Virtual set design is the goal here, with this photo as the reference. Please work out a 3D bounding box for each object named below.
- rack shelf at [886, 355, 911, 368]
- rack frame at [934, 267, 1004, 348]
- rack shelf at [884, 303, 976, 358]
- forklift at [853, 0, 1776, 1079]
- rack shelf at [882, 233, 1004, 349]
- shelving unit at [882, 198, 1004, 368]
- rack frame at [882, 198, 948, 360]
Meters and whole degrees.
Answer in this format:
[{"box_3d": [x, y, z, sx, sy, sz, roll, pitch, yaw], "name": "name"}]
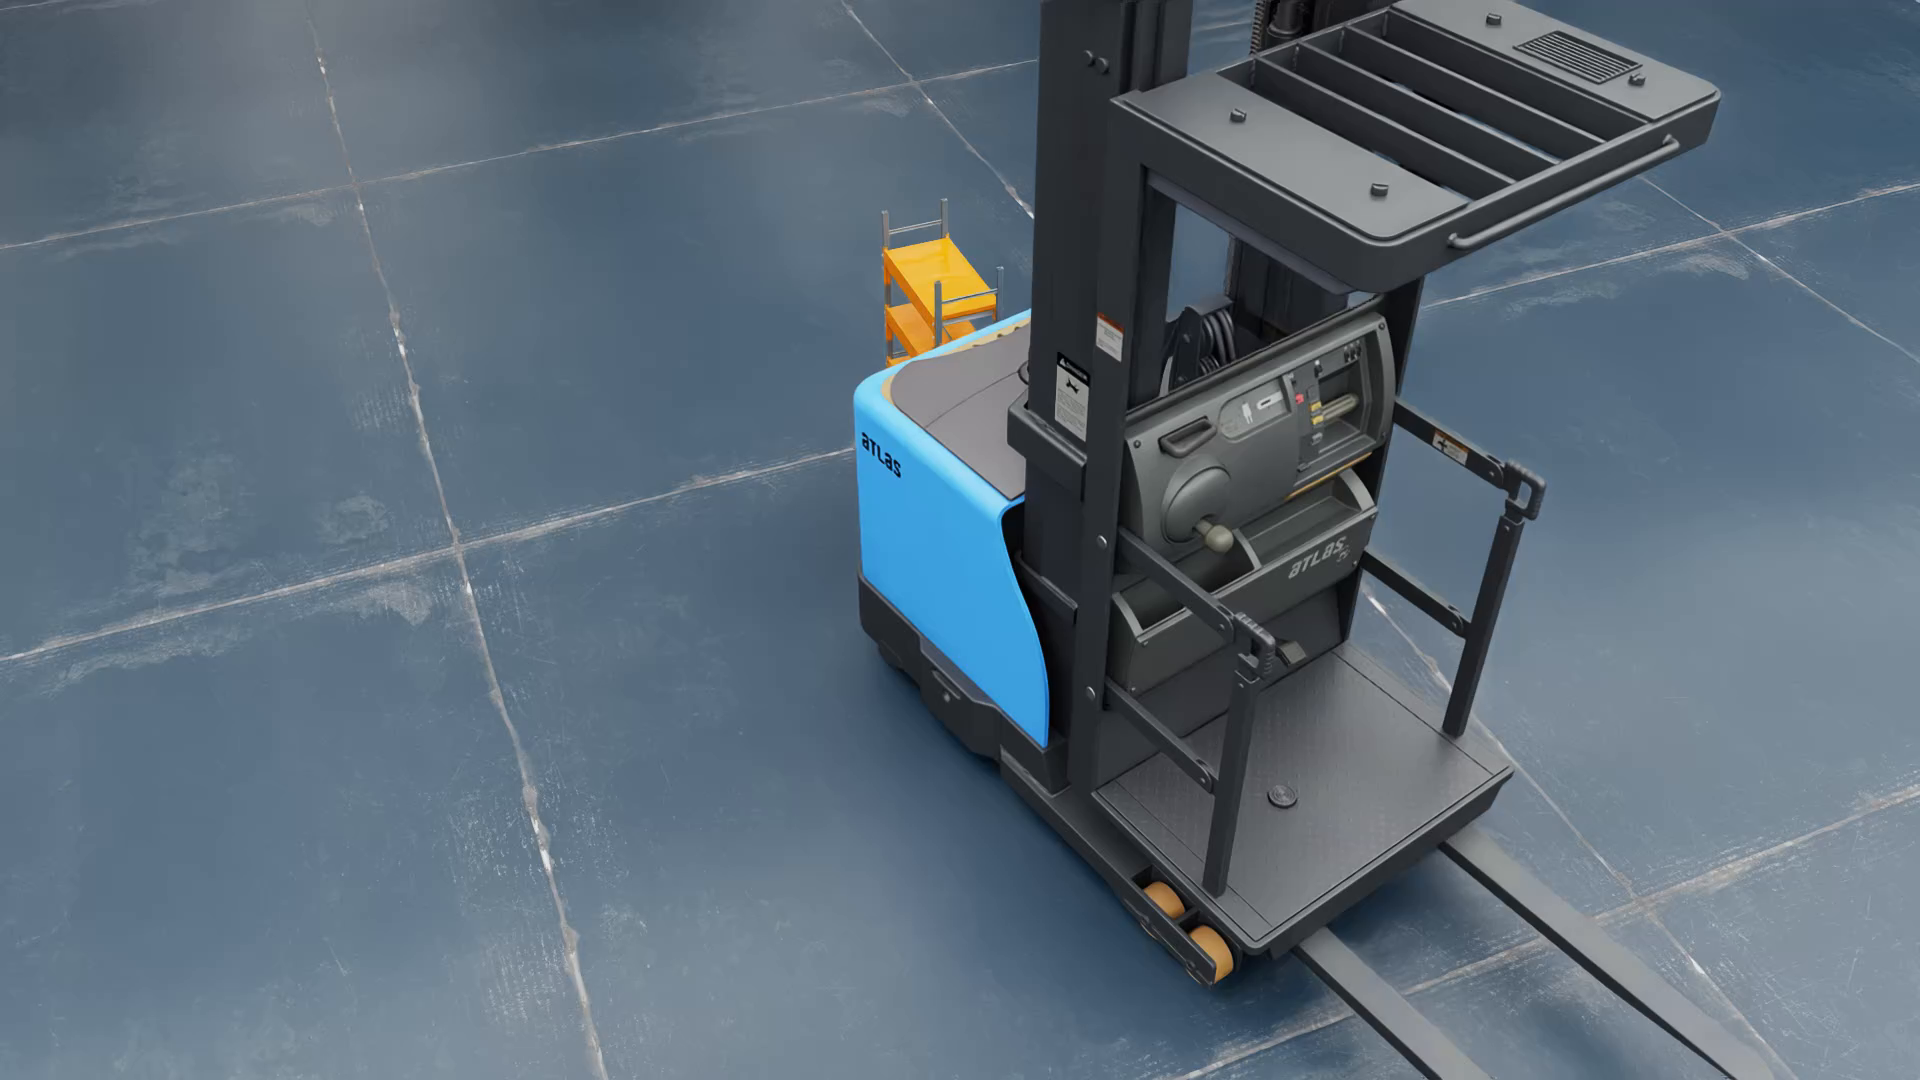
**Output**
[{"box_3d": [-0.063, -0.504, 6.019, 0.258, 0.148, 0.480, -15, 43, -17], "name": "rack shelf"}, {"box_3d": [0.030, -0.408, 5.804, 0.240, 1.200, 0.015, -15, 43, -17], "name": "rack frame"}, {"box_3d": [-0.063, -0.673, 5.873, 0.258, 0.148, 0.480, -15, 43, -17], "name": "rack shelf"}, {"box_3d": [0.934, -0.206, 4.242, 1.130, 2.935, 3.031, -26, 47, -27], "name": "forklift"}, {"box_3d": [-0.063, -0.853, 5.719, 0.258, 0.148, 0.480, -15, 43, -17], "name": "rack shelf"}, {"box_3d": [-0.063, -0.555, 5.975, 0.258, 1.200, 0.503, -15, 43, -17], "name": "shelving unit"}, {"box_3d": [-0.157, -0.702, 6.146, 0.240, 1.200, 0.015, -15, 43, -17], "name": "rack frame"}]
